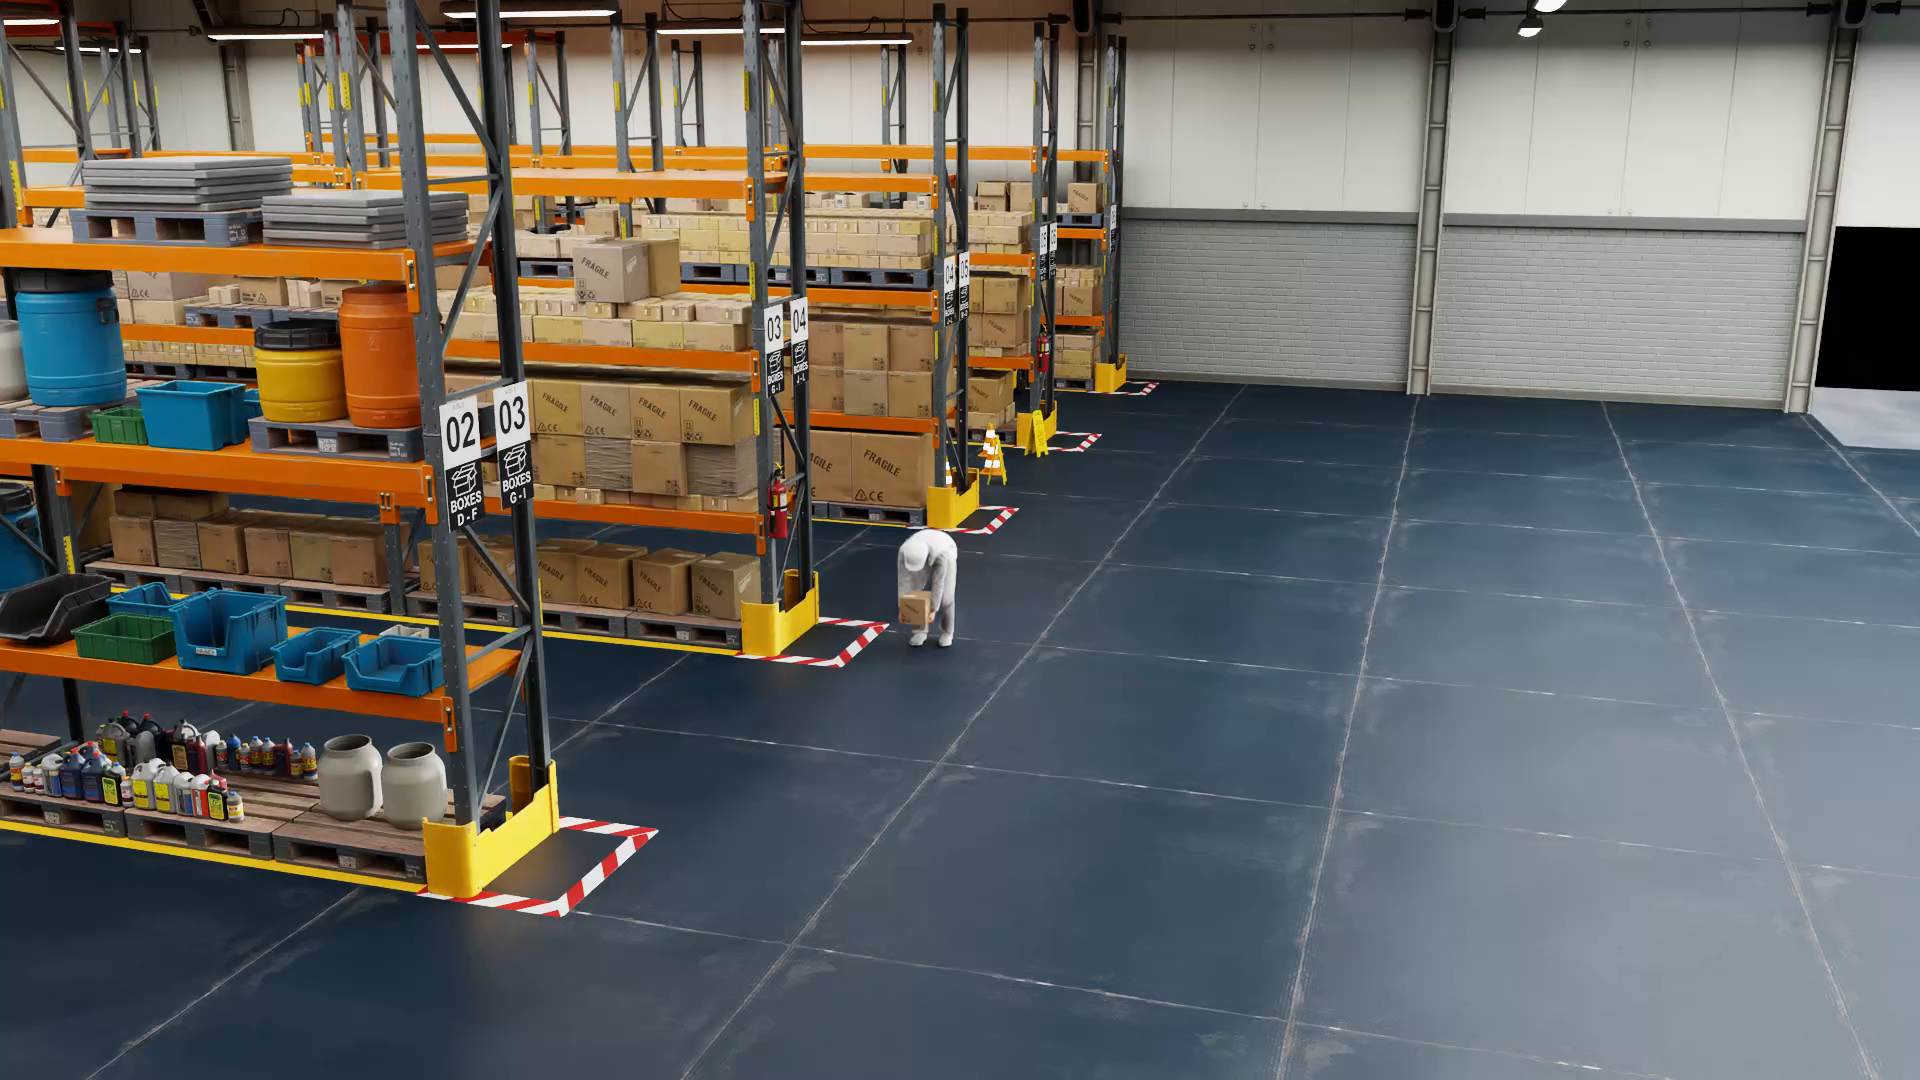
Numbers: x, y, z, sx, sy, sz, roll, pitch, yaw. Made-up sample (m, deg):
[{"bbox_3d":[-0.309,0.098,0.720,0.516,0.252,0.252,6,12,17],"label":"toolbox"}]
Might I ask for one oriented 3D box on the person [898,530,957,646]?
[{"bbox_3d":[-0.313,0.460,15.437,0.486,1.157,0.988,4,15,13],"label":"person"}]
